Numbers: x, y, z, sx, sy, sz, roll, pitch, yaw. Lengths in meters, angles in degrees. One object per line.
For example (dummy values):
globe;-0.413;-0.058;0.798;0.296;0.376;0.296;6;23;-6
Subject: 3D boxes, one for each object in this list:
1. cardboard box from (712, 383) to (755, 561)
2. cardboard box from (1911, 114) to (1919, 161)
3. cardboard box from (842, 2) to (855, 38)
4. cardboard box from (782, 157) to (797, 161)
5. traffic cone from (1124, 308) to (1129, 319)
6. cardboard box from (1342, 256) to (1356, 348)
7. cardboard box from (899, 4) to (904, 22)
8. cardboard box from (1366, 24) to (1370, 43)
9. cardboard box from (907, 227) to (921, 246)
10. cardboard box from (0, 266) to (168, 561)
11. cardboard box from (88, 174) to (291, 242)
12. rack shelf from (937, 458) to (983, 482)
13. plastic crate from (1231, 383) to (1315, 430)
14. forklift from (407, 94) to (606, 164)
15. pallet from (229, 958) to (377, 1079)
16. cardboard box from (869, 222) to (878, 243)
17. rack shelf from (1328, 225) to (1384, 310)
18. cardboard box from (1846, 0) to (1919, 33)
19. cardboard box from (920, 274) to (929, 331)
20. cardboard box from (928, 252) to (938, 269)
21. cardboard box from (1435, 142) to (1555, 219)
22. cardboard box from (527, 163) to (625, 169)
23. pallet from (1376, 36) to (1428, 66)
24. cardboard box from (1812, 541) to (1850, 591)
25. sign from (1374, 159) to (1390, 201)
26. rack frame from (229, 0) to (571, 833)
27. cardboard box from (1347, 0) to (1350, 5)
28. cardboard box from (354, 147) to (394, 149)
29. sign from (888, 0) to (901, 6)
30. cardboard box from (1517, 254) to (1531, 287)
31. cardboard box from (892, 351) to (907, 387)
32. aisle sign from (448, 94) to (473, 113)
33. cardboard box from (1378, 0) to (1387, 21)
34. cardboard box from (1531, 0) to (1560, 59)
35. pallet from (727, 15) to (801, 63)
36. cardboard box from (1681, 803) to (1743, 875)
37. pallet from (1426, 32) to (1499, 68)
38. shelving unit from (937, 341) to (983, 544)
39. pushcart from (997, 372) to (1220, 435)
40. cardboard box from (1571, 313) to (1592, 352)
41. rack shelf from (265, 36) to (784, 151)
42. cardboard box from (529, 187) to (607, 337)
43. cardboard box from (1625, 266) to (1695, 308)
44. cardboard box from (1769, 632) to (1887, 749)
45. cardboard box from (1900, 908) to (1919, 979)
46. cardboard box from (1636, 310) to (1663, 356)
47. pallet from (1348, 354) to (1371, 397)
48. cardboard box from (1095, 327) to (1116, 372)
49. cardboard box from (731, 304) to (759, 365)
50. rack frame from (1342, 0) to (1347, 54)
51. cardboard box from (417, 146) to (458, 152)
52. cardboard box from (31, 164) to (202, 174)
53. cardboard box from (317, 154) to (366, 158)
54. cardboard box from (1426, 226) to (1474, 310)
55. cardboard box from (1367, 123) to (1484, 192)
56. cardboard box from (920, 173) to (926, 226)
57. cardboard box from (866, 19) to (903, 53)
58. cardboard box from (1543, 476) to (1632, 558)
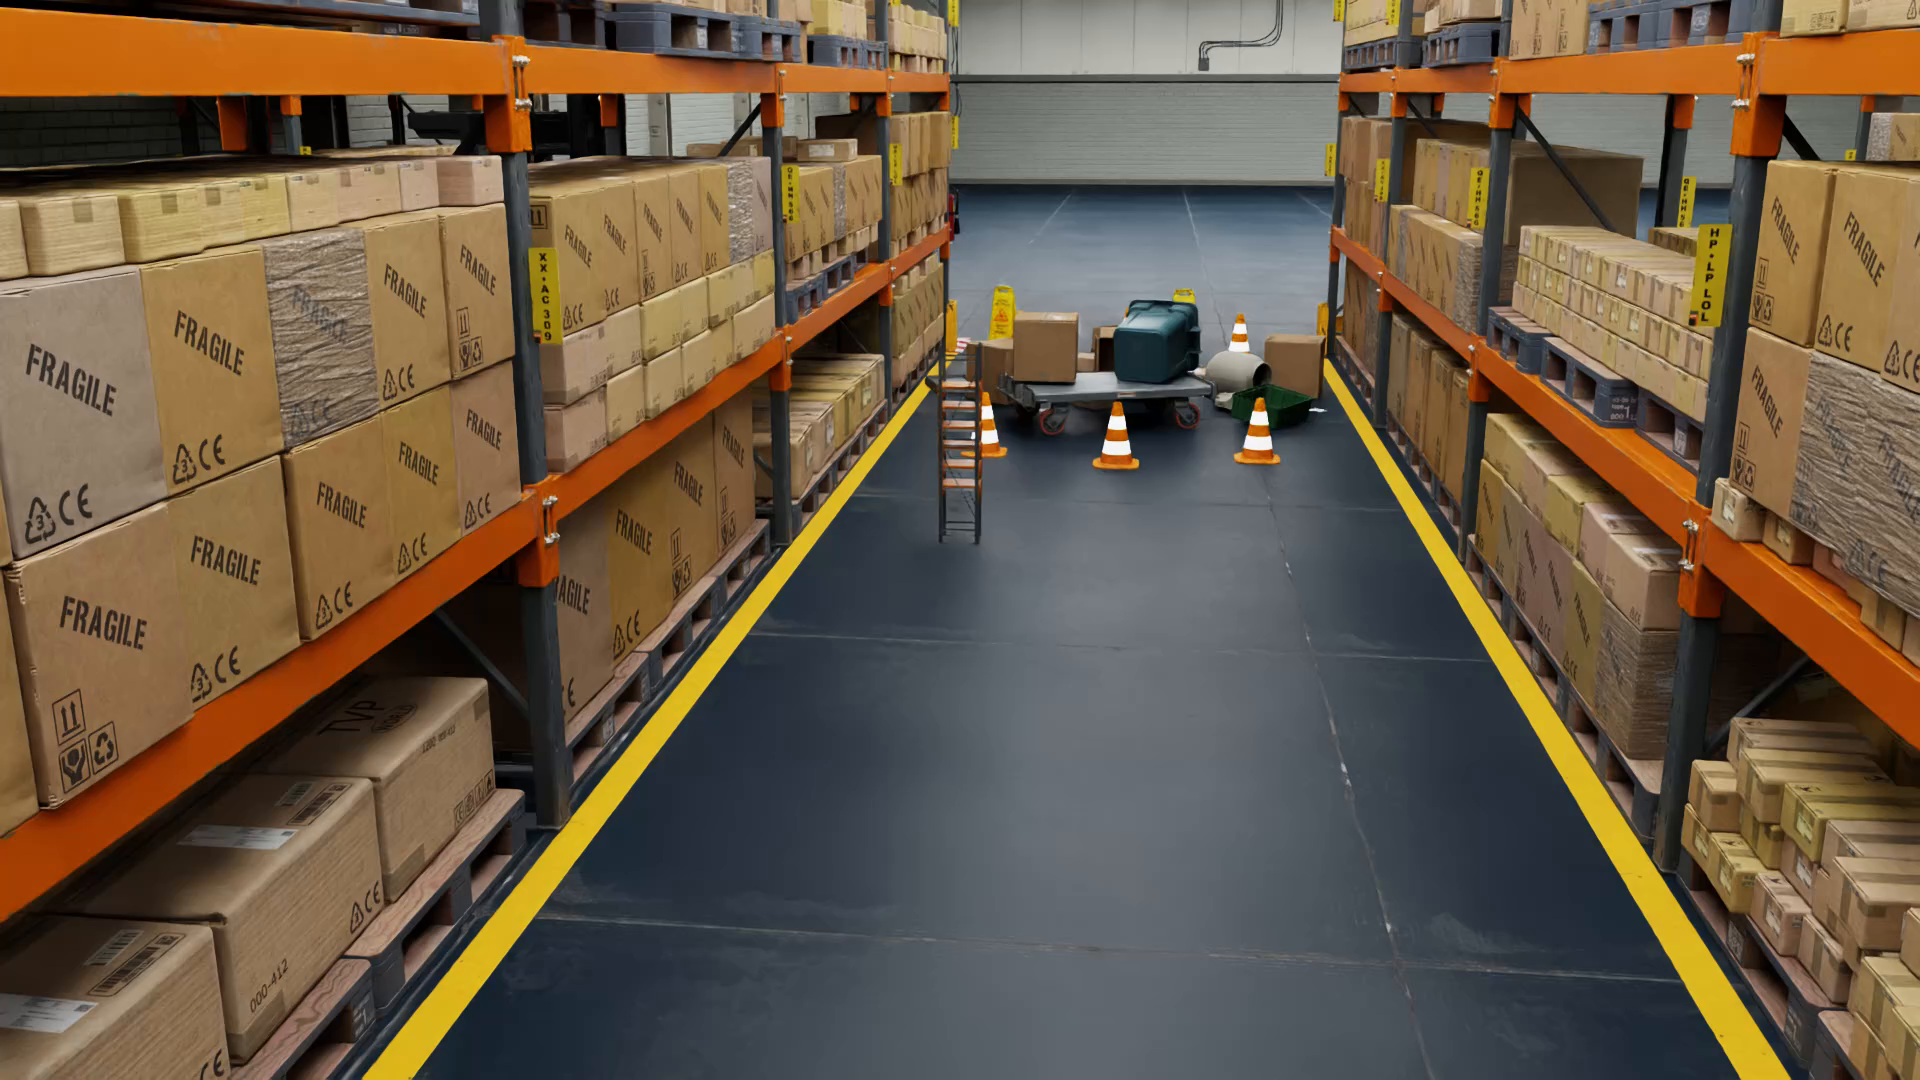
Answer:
cardboard box;-1.679;-0.432;9.281;0.875;0.875;0.875;2;15;6
cardboard box;8.779;-3.496;14.667;0.500;0.500;0.500;2;15;6
cardboard box;-1.051;-3.761;12.061;0.500;0.250;0.500;2;15;7
cardboard box;-1.461;-2.621;12.543;0.500;0.500;0.500;2;15;6
traffic cone;1.759;-2.188;17.368;0.336;0.463;0.334;2;15;6
cardboard box;4.303;-2.387;16.507;0.875;0.875;0.875;2;15;7
cardboard box;-0.668;-4.390;13.857;0.380;0.149;0.250;1;15;4
cardboard box;3.757;-4.427;14.527;0.380;0.149;0.250;2;15;6
cardboard box;-0.559;-2.752;15.074;0.380;0.149;0.250;2;15;7
cardboard box;-1.983;-0.272;3.315;0.500;0.500;0.500;2;15;6
cardboard box;-1.896;-0.820;4.097;0.380;0.149;0.250;1;15;5
rack shelf;0.002;-0.424;10.062;0.258;0.103;0.180;2;15;6
plastic crate;2.580;-1.104;13.775;0.450;0.188;0.662;22;25;31
forklift;-3.313;-2.123;12.398;3.031;2.935;1.130;12;19;38
pallet;-2.269;1.464;4.345;1.003;0.211;1.213;2;15;6
cardboard box;-0.851;-2.409;13.003;0.380;0.149;0.250;2;15;7
rack shelf;4.088;-2.521;15.118;1.077;0.370;4.000;2;15;6
cardboard box;2.598;-1.408;4.164;0.500;0.250;0.500;1;15;5
cardboard box;-0.567;-2.263;15.810;0.500;0.500;0.500;1;15;5
cardboard box;-0.422;-2.745;16.350;0.380;0.149;0.250;2;15;8
cardboard box;3.699;-2.487;11.507;0.700;0.500;0.500;2;15;7
cardboard box;-1.937;-1.580;8.150;0.500;0.500;0.500;2;15;8
pallet;3.965;-3.967;13.510;1.003;0.211;1.213;2;15;6
cardboard box;2.669;0.050;4.712;0.380;0.149;0.250;1;15;4
sign;3.311;-2.822;13.042;0.100;0.325;0.005;2;15;6
rack frame;-1.970;-0.395;5.875;1.000;3.000;0.127;2;15;6
cardboard box;3.960;-5.273;16.126;0.380;0.149;0.250;2;15;7
cardboard box;-5.920;-3.877;16.749;0.380;0.149;0.250;2;15;7
sign;-0.516;-4.342;12.981;0.100;0.325;0.005;2;15;6
cardboard box;3.157;-1.418;8.767;0.380;0.149;0.250;2;15;9
cardboard box;-0.733;-1.490;14.389;0.500;0.250;0.500;1;15;4
aisle sign;-5.249;-4.915;17.614;0.394;0.787;0.004;2;15;6
cardboard box;3.720;-4.386;13.612;0.500;0.250;0.500;2;15;6
cardboard box;3.033;-2.539;7.866;0.500;0.500;0.500;2;15;6
pallet;-1.539;-2.620;8.721;1.213;0.211;1.003;2;15;9
cardboard box;2.599;0.983;5.436;0.380;0.149;0.250;1;15;4
pallet;3.554;-3.128;10.599;1.003;0.211;1.213;2;15;9
shelving unit;0.002;-0.583;10.019;0.258;1.200;0.189;2;15;6
pushcart;1.204;-1.149;13.690;1.648;0.377;0.936;-4;16;-13
cardboard box;3.012;-0.940;7.568;0.380;0.149;0.250;2;15;7
rack shelf;-1.744;-2.014;7.496;1.077;0.370;4.000;2;15;6
cardboard box;-1.635;-1.031;6.122;0.500;0.500;0.500;2;15;7
cardboard box;2.932;-1.022;6.732;0.380;0.149;0.250;1;15;4
cardboard box;3.307;0.545;6.384;0.500;0.500;0.500;2;15;8
cardboard box;2.580;1.036;4.101;0.380;0.149;0.250;1;15;4
cardboard box;2.894;-0.813;6.528;0.380;0.149;0.250;1;15;4
pallet;4.161;-1.516;15.364;1.003;0.211;1.213;2;15;6
cardboard box;1.604;-1.594;14.835;0.797;0.637;0.503;2;15;6
cardboard box;-1.360;-1.088;8.726;0.500;0.250;0.500;2;15;7
rack frame;4.314;-6.283;16.159;1.000;3.000;0.127;2;15;6
cardboard box;-5.376;-3.993;17.179;0.380;0.149;0.250;2;15;6
cardboard box;-2.352;-0.967;4.643;0.380;0.149;0.250;2;15;6
cardboard box;-5.578;-3.394;14.964;0.380;0.149;0.250;2;15;8
cardboard box;3.309;-1.744;10.675;0.500;0.500;0.500;1;15;5
cardboard box;3.885;-3.184;13.836;0.875;0.550;0.550;2;15;6
cardboard box;-0.600;-3.160;15.339;0.500;0.500;0.500;2;15;7
cardboard box;-0.746;-4.095;13.530;0.500;0.250;0.500;1;15;5
cardboard box;2.909;-0.104;7.348;0.500;0.250;0.500;1;15;4
